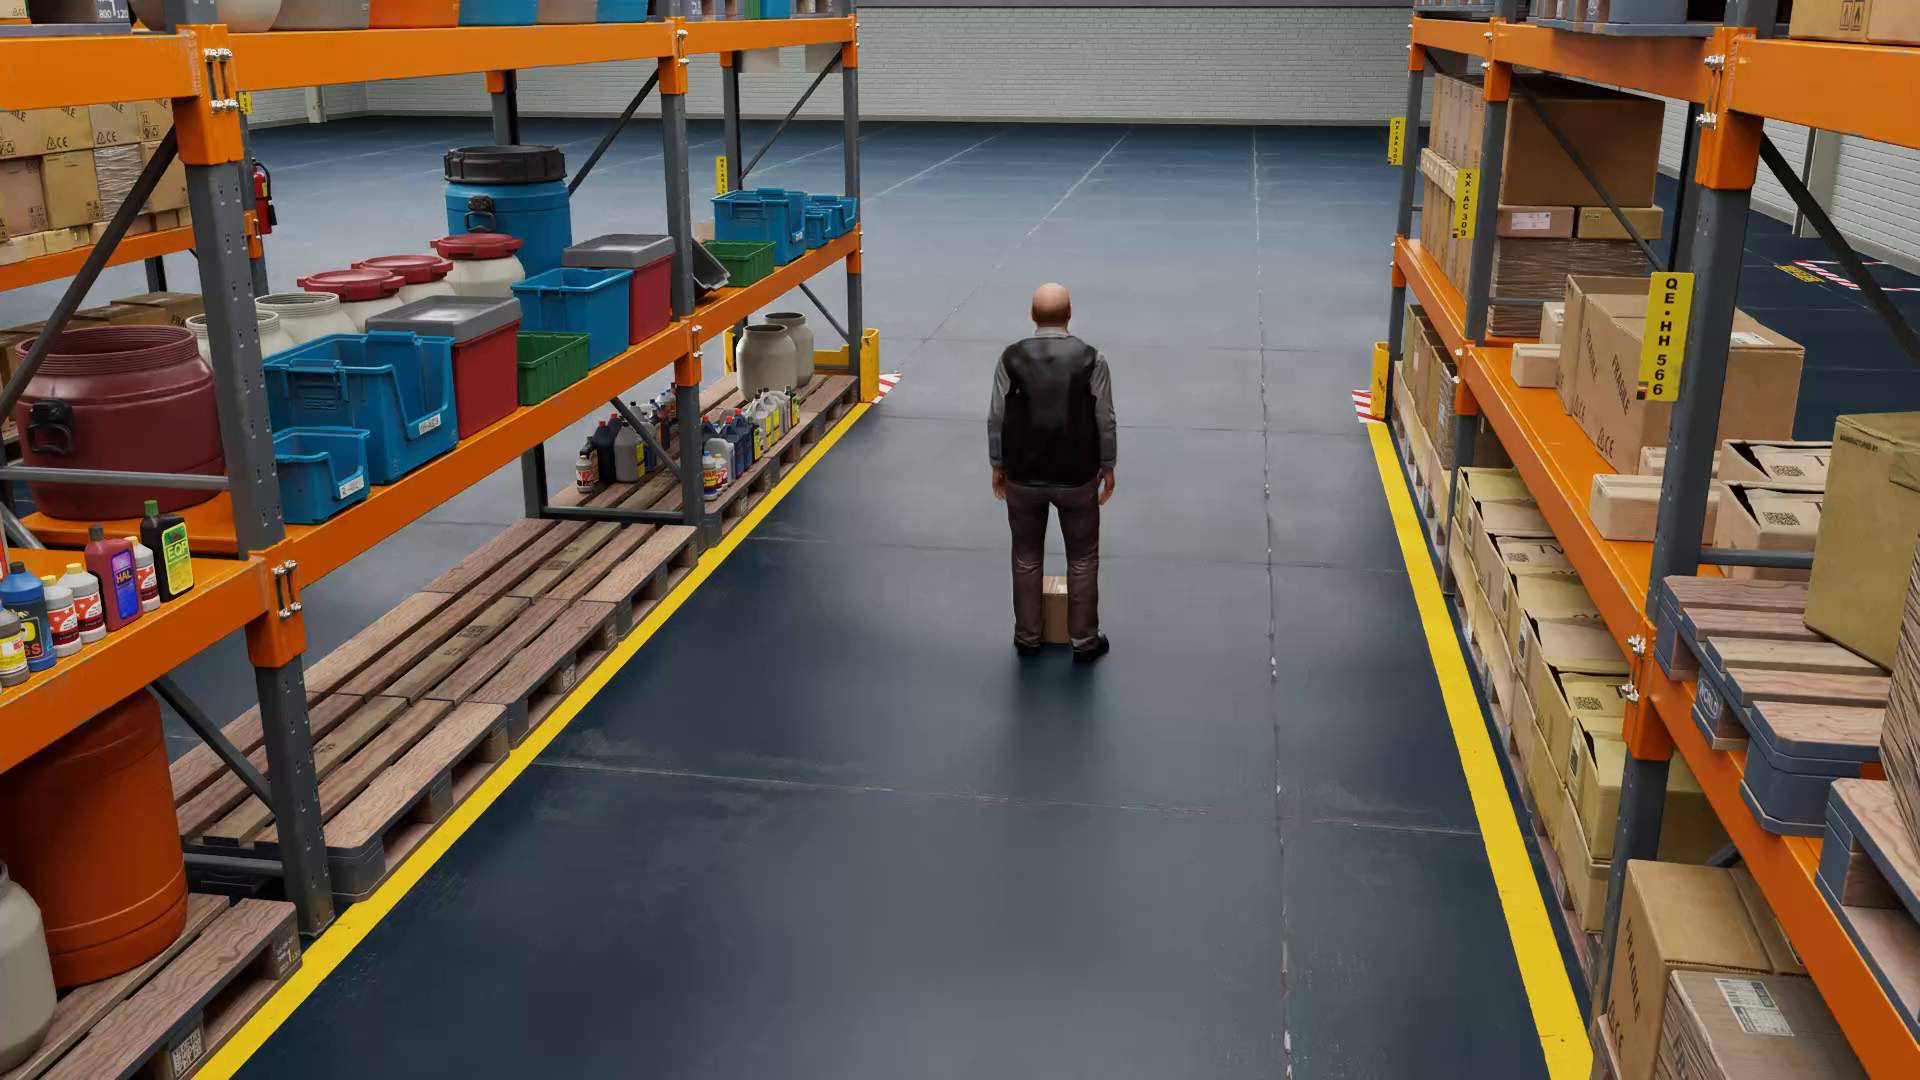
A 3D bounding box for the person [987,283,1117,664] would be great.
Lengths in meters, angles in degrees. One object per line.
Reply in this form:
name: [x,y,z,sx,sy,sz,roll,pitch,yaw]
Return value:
person: [0.414,-0.289,7.498,0.579,1.719,0.472,2,18,7]
